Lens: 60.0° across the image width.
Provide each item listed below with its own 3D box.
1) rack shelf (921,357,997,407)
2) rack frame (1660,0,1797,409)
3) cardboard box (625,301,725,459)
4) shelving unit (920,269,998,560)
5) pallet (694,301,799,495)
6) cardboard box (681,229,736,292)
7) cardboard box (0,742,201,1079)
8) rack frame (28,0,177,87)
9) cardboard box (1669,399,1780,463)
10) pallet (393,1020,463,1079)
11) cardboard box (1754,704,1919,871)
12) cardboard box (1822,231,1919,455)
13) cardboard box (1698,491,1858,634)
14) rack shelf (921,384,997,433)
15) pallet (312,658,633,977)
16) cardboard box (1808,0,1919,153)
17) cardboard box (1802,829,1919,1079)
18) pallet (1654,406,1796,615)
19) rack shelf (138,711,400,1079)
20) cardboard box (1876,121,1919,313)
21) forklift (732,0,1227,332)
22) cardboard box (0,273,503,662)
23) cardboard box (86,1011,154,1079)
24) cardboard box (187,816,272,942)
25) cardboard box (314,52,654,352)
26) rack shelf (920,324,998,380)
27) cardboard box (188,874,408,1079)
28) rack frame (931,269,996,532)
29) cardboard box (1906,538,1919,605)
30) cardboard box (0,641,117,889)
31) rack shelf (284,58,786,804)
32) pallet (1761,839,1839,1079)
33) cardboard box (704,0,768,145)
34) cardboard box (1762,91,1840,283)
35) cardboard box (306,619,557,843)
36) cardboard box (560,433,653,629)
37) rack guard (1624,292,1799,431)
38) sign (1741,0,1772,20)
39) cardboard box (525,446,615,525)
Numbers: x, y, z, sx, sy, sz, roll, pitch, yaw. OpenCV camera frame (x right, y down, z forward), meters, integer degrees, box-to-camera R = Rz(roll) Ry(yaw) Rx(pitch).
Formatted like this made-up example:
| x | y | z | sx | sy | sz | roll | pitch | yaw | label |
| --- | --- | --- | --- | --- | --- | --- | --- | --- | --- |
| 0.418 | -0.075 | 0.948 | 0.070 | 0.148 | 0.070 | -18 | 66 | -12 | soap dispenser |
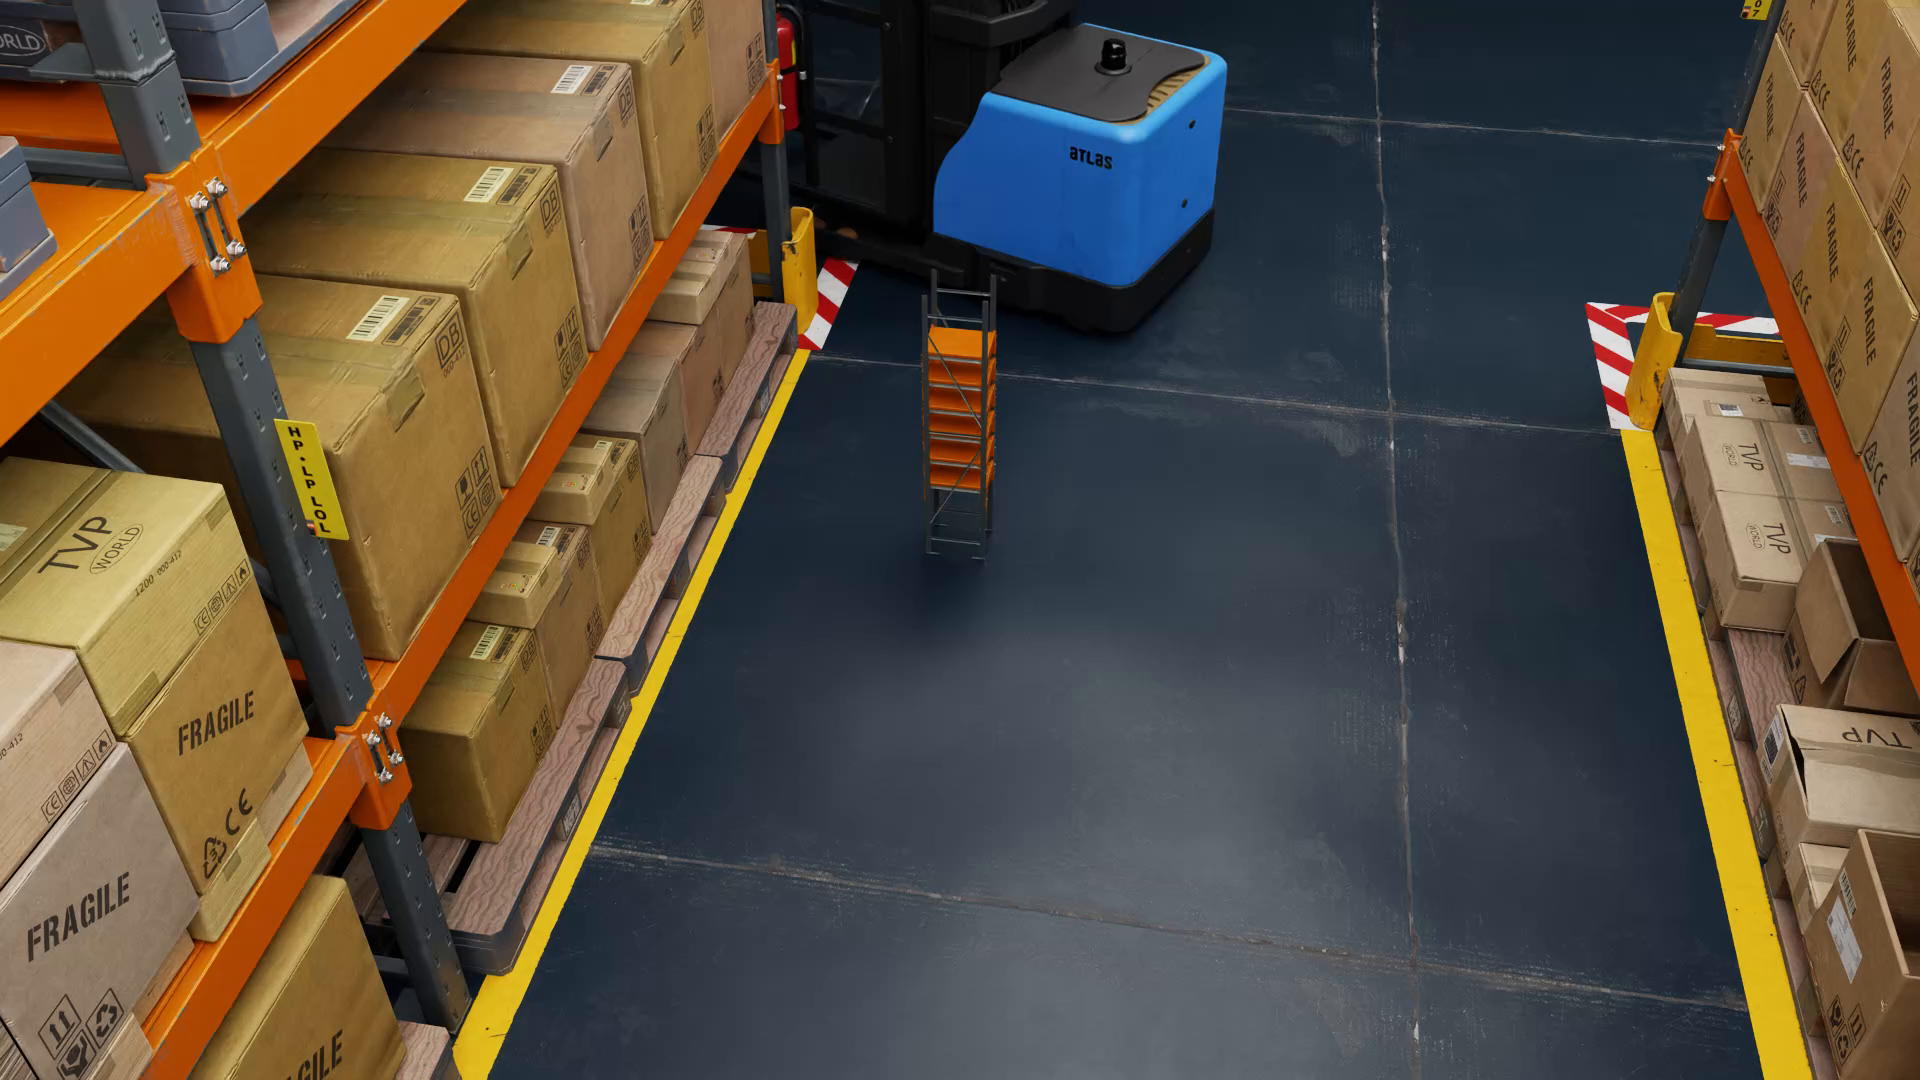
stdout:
| x | y | z | sx | sy | sz | roll | pitch | yaw | label |
| --- | --- | --- | --- | --- | --- | --- | --- | --- | --- |
| -0.002 | -0.604 | 6.232 | 0.258 | 0.103 | 0.180 | 6 | 40 | 8 | rack shelf |
| 3.589 | -1.736 | 6.496 | 1.000 | 3.000 | 0.127 | 6 | 40 | 8 | rack frame |
| -1.400 | -0.714 | 6.892 | 0.700 | 0.500 | 0.500 | 6 | 40 | 8 | cardboard box |
| -0.002 | -0.453 | 6.357 | 0.258 | 1.200 | 0.189 | 6 | 40 | 8 | shelving unit |
| -1.352 | -0.695 | 7.425 | 1.003 | 0.211 | 1.213 | 6 | 40 | 8 | pallet |
| -1.156 | -1.177 | 6.943 | 0.380 | 0.149 | 0.250 | 6 | 40 | 7 | cardboard box |
| -1.893 | 0.708 | 3.212 | 0.500 | 0.500 | 0.500 | 7 | 40 | 8 | cardboard box |
| -1.983 | -2.082 | 2.206 | 1.000 | 3.000 | 0.127 | 6 | 40 | 8 | rack frame |
| 3.134 | -0.432 | 6.797 | 0.380 | 0.166 | 0.250 | 6 | 40 | 8 | cardboard box |
| -2.043 | 1.798 | 4.410 | 1.003 | 0.211 | 1.213 | 6 | 40 | 8 | pallet |
| 2.845 | 0.781 | 5.216 | 0.500 | 0.311 | 0.500 | 6 | 40 | 8 | cardboard box |
| 2.990 | -0.573 | 5.010 | 0.500 | 0.500 | 0.500 | 7 | 40 | 8 | cardboard box |
| 3.042 | 0.092 | 6.098 | 0.500 | 0.250 | 0.500 | 6 | 40 | 8 | cardboard box |
| -0.002 | -0.512 | 6.309 | 0.258 | 0.103 | 0.180 | 6 | 40 | 8 | rack shelf |
| -1.775 | 0.836 | 5.573 | 1.003 | 0.211 | 1.213 | 6 | 40 | 8 | pallet |
| 3.169 | -1.582 | 5.446 | 0.500 | 0.500 | 0.500 | 7 | 40 | 8 | cardboard box |
| 2.716 | 1.179 | 4.586 | 0.500 | 0.500 | 0.500 | 6 | 40 | 8 | cardboard box |
| 3.438 | -0.113 | 6.721 | 1.003 | 0.211 | 1.213 | 6 | 40 | 8 | pallet |
| -2.329 | 1.763 | 2.828 | 1.077 | 0.370 | 4.000 | 6 | 40 | 8 | rack shelf |
| 2.991 | -0.949 | 4.681 | 0.500 | 0.500 | 0.500 | 6 | 40 | 7 | cardboard box |
| -0.250 | -2.814 | 7.853 | 3.031 | 2.935 | 1.130 | 21 | 44 | 24 | forklift |
| -1.873 | -0.224 | 4.431 | 0.980 | 0.700 | 0.700 | 7 | 40 | 8 | cardboard box |
| -1.860 | 1.054 | 3.303 | 0.380 | 0.149 | 0.250 | 6 | 40 | 8 | cardboard box |
| -1.783 | 0.724 | 3.702 | 0.380 | 0.149 | 0.250 | 7 | 40 | 8 | cardboard box |
| -1.625 | -1.139 | 5.538 | 0.980 | 0.700 | 0.700 | 5 | 40 | 6 | cardboard box |
| -0.002 | -0.697 | 6.156 | 0.258 | 0.103 | 0.180 | 6 | 40 | 8 | rack shelf |
| -1.968 | 1.319 | 4.158 | 0.750 | 0.750 | 0.750 | 7 | 40 | 8 | cardboard box |
| 0.013 | -0.511 | 6.426 | 0.240 | 1.200 | 0.006 | 6 | 40 | 8 | rack frame |
| 2.818 | 0.070 | 4.233 | 0.500 | 0.500 | 0.500 | 7 | 40 | 9 | cardboard box |
| -1.910 | 0.422 | 2.970 | 0.500 | 0.250 | 0.500 | 7 | 40 | 9 | cardboard box |
| -1.637 | -0.748 | 5.865 | 1.077 | 0.370 | 4.000 | 6 | 40 | 8 | rack shelf |
| 3.016 | 1.418 | 4.869 | 1.003 | 0.211 | 1.213 | 6 | 40 | 8 | pallet |
| -1.369 | -2.074 | 6.670 | 0.980 | 0.700 | 0.700 | 8 | 40 | 10 | cardboard box |
| 3.168 | -1.201 | 5.770 | 0.500 | 0.500 | 0.500 | 6 | 40 | 7 | cardboard box |
| -1.753 | 0.574 | 5.334 | 0.700 | 0.500 | 0.500 | 7 | 40 | 8 | cardboard box |
| -1.572 | -0.063 | 6.104 | 0.700 | 0.500 | 0.500 | 7 | 40 | 9 | cardboard box |
| 3.575 | -0.725 | 7.235 | 1.175 | 0.500 | 0.348 | 6 | 40 | 8 | rack guard |
| 3.054 | -2.130 | 6.292 | 0.100 | 0.325 | 0.005 | 6 | 40 | 8 | sign |
| -1.424 | -0.199 | 5.759 | 0.380 | 0.149 | 0.250 | 5 | 40 | 6 | cardboard box |
